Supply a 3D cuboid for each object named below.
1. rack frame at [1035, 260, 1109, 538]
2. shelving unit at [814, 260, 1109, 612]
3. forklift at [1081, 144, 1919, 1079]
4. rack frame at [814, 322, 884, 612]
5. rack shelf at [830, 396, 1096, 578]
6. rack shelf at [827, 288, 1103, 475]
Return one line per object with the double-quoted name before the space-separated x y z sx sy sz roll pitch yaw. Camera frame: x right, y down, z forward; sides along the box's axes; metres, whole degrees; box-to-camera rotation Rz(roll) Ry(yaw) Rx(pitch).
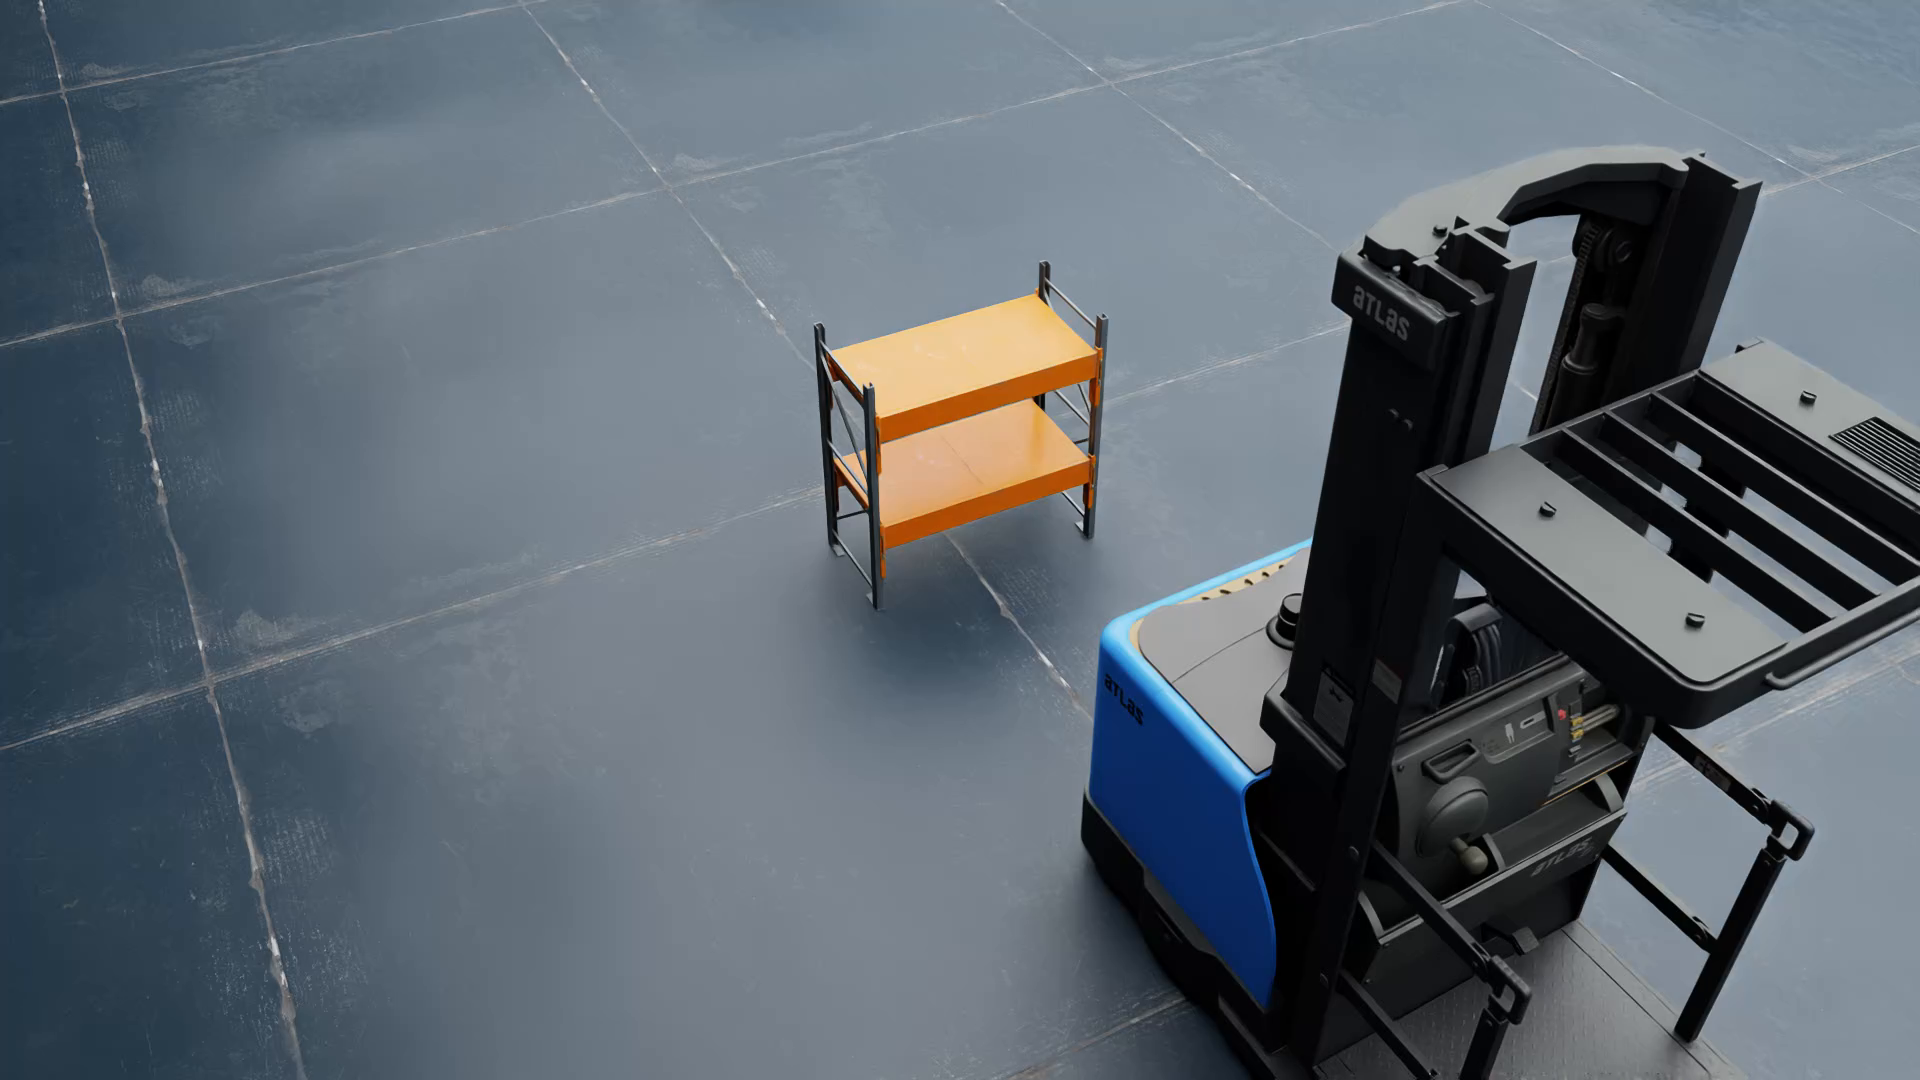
"rack frame" 0.457 -0.583 7.068 0.032 1.125 0.500 -19 44 -21
"shelving unit" 0.006 -0.431 6.889 1.048 1.125 0.538 -19 44 -21
"forklift" 1.599 0.639 4.227 1.130 2.935 3.031 -20 44 -22
"rack frame" -0.445 -0.280 6.710 0.032 1.125 0.500 -19 44 -21
"rack shelf" 0.006 -0.245 7.047 1.000 0.278 0.538 -19 44 -21
"rack shelf" 0.006 -0.655 6.700 1.000 0.278 0.538 -19 44 -21
